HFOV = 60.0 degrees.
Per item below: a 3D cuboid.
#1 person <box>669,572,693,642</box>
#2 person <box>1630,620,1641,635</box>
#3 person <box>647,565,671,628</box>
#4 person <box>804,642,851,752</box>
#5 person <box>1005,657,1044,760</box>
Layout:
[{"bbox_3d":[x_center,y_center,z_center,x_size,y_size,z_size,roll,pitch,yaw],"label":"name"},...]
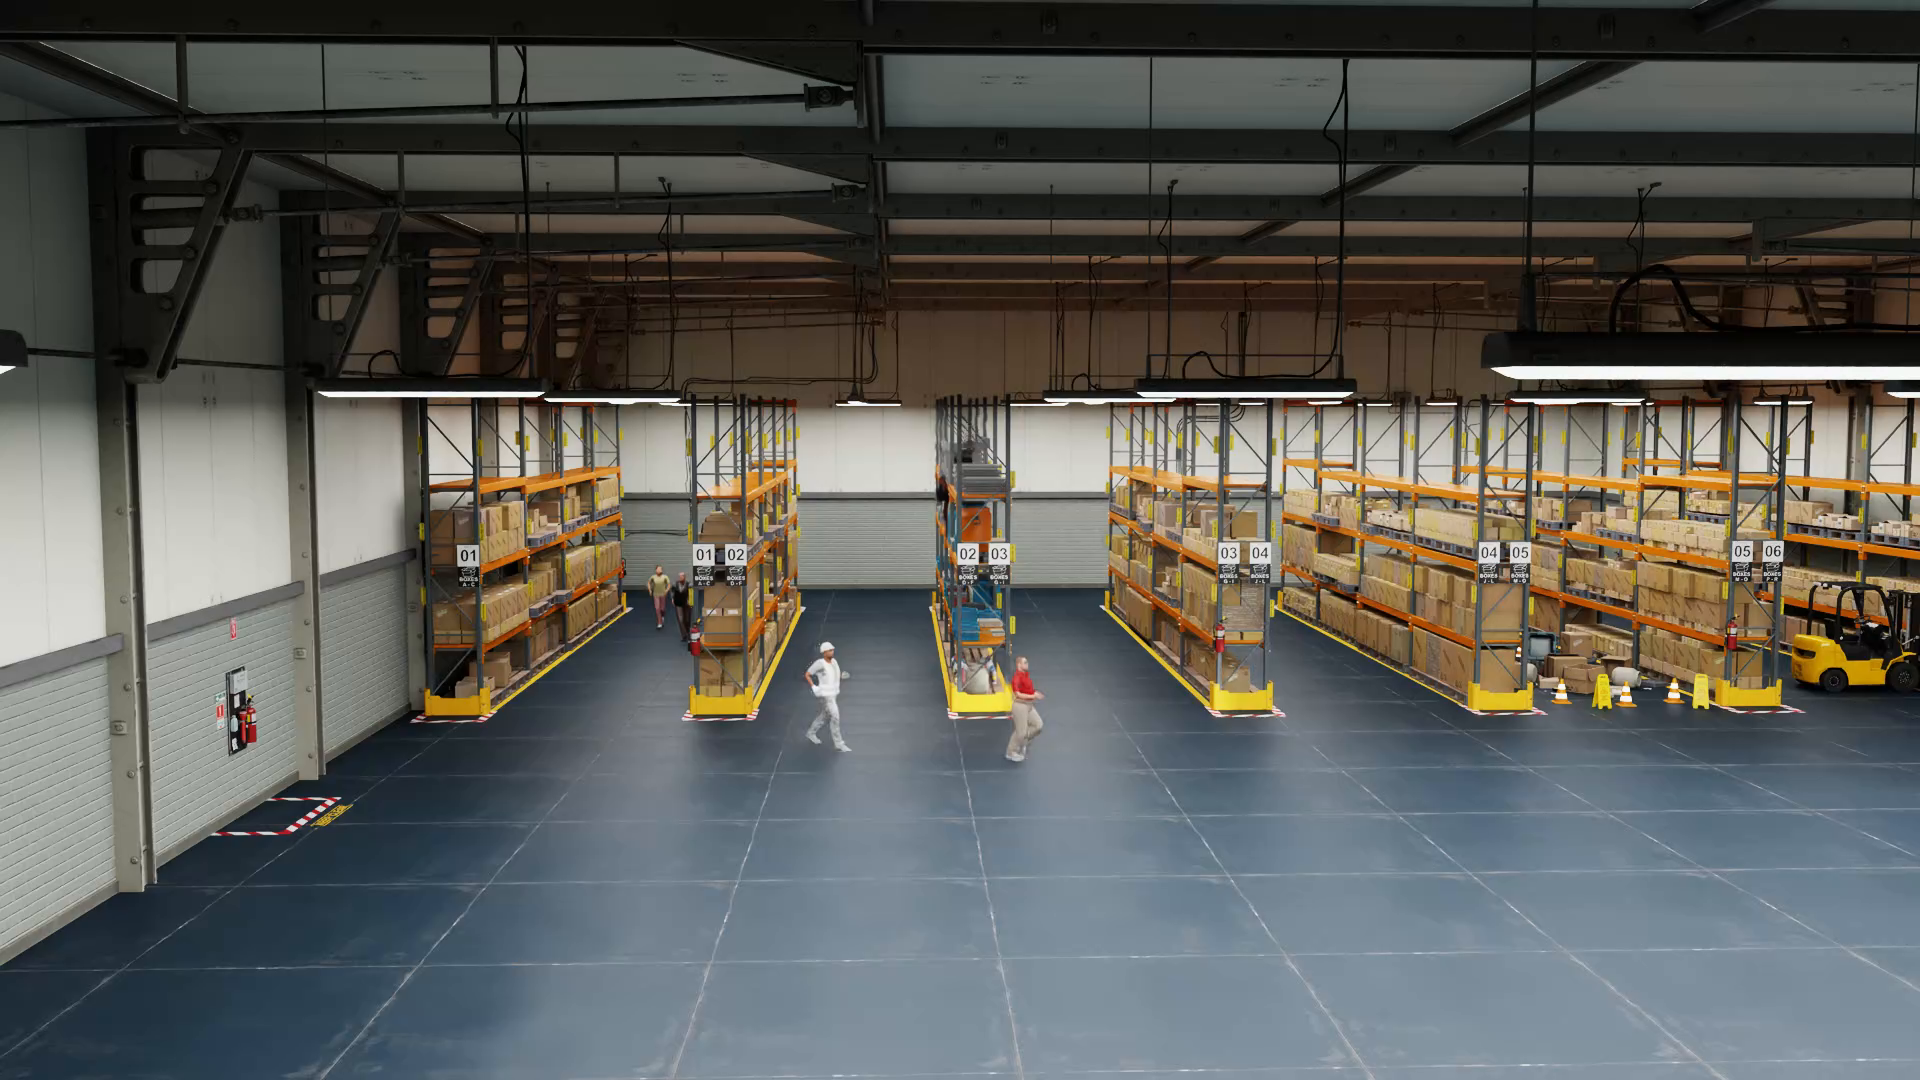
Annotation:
[{"bbox_3d":[-6.871,1.645,41.249,0.684,1.706,0.809,0,4,-2],"label":"person"},{"bbox_3d":[16.608,1.675,40.861,0.556,1.708,0.813,0,5,-5],"label":"person"},{"bbox_3d":[-7.906,1.473,43.699,0.615,1.636,0.845,-1,5,-10],"label":"person"},{"bbox_3d":[-2.213,2.613,27.887,0.934,1.804,0.678,2,5,22],"label":"person"},{"bbox_3d":[1.064,2.740,27.038,0.655,1.697,0.646,2,5,23],"label":"person"}]
